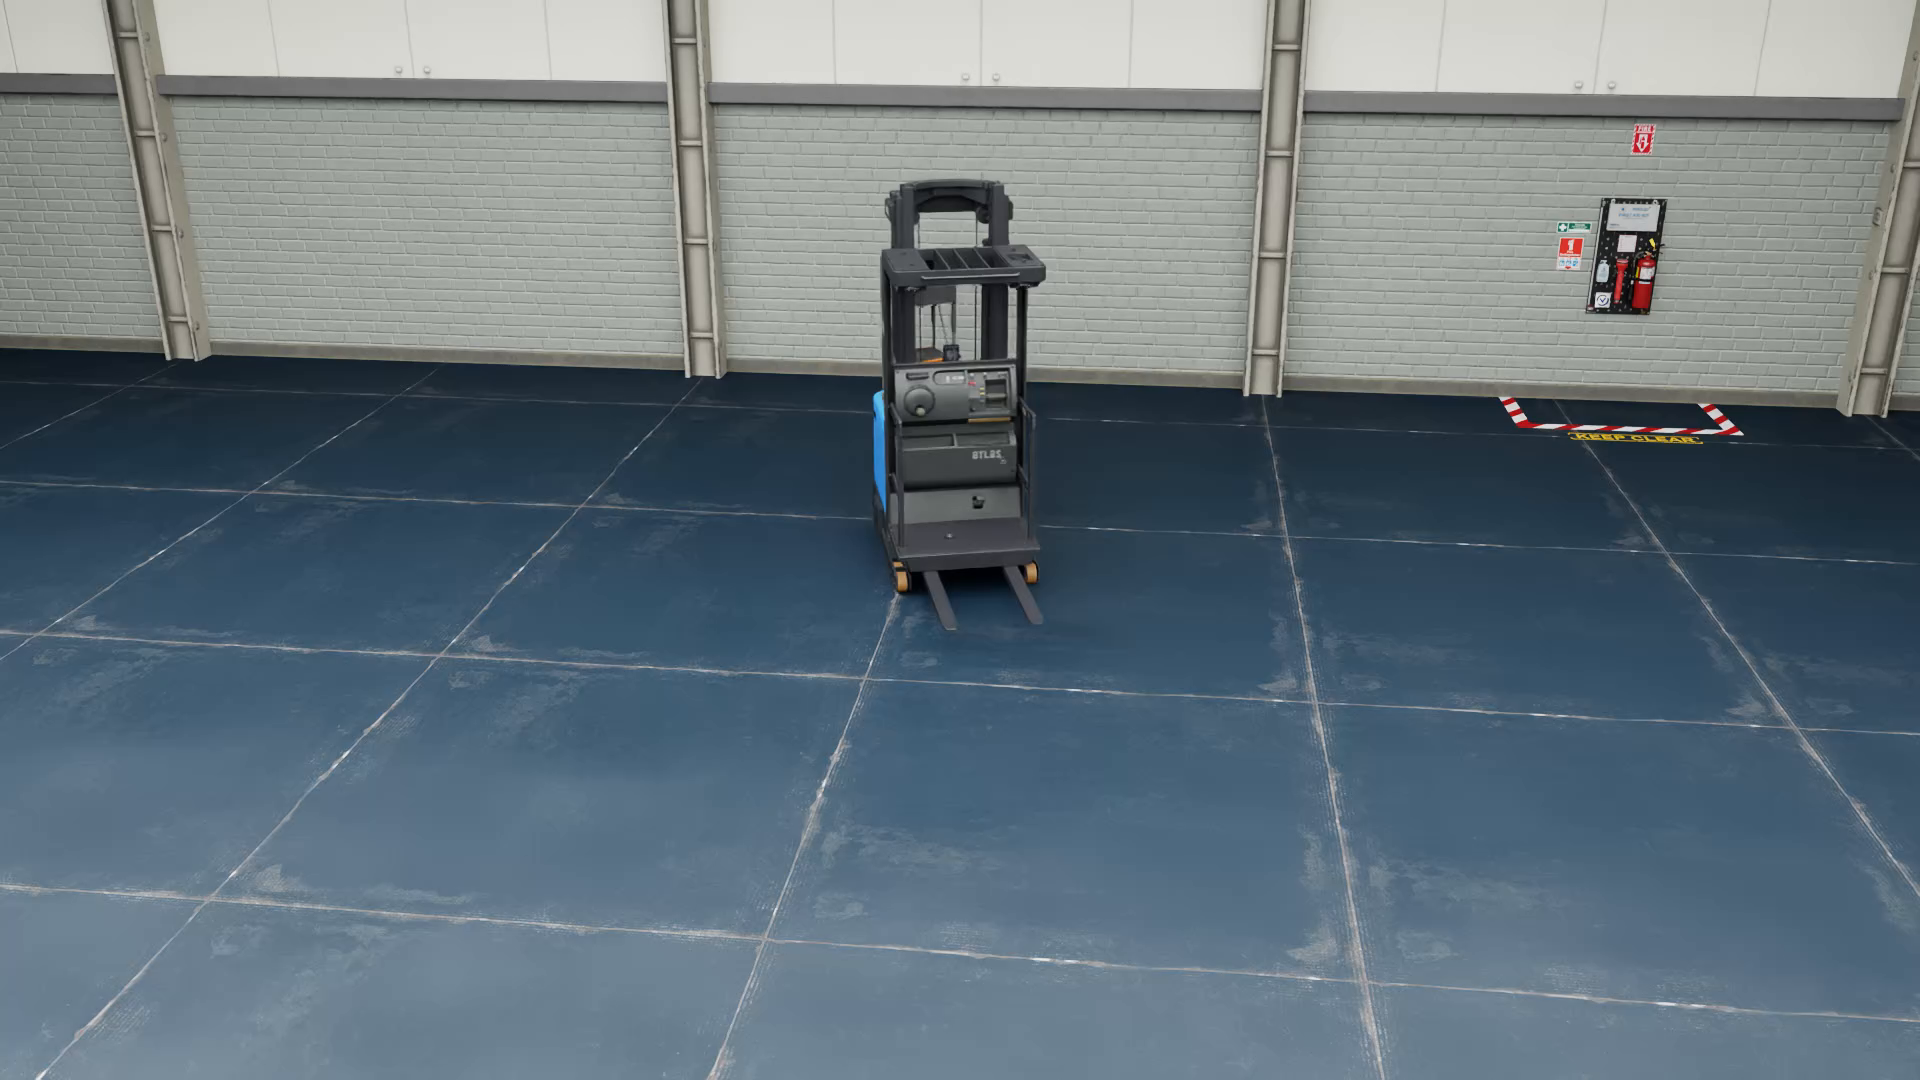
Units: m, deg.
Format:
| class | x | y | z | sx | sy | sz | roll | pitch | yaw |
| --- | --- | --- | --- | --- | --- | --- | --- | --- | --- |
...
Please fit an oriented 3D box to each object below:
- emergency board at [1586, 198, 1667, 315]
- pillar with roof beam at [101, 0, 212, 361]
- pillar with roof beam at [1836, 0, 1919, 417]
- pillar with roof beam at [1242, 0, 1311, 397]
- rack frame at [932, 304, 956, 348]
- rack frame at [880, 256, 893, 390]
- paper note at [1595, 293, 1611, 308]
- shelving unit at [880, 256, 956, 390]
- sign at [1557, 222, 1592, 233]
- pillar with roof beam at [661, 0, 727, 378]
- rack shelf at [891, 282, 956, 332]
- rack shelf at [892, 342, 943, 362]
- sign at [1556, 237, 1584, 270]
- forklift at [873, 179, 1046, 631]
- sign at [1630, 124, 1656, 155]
| class | x | y | z | sx | sy | sz | roll | pitch | yaw |
| --- | --- | --- | --- | --- | --- | --- | --- | --- | --- |
| emergency board | 6.693 | -2.812 | 16.633 | 0.643 | 1.169 | 0.194 | 2 | 22 | 6 |
| pillar with roof beam | -9.239 | -4.688 | 13.219 | 0.400 | 9.000 | 9.100 | 2 | 22 | 6 |
| pillar with roof beam | 8.636 | -3.910 | 11.249 | 0.400 | 9.000 | 9.100 | 2 | 22 | 6 |
| pillar with roof beam | 2.678 | -4.169 | 11.906 | 0.400 | 9.000 | 9.100 | 2 | 22 | 6 |
| rack frame | -0.137 | -1.427 | 14.352 | 0.015 | 2.100 | 0.400 | -12 | 25 | -28 |
| rack frame | -0.558 | -1.336 | 14.124 | 0.015 | 2.100 | 0.400 | -12 | 25 | -28 |
| paper note | 6.525 | -2.436 | 16.878 | 0.142 | 0.148 | 0.016 | 2 | 22 | 6 |
| shelving unit | -0.347 | -1.382 | 14.238 | 0.503 | 2.100 | 0.431 | -12 | 25 | -28 |
| sign | 6.159 | -3.134 | 16.676 | 0.331 | 0.109 | 0.001 | 2 | 22 | 6 |
| pillar with roof beam | -3.281 | -4.429 | 12.562 | 0.400 | 9.000 | 9.100 | 2 | 22 | 6 |
| rack shelf | -0.347 | -2.020 | 13.985 | 0.480 | 0.518 | 0.431 | -12 | 25 | -28 |
| rack shelf | -0.347 | -1.369 | 14.243 | 0.480 | 0.518 | 0.431 | -12 | 25 | -28 |
| sign | 6.156 | -2.891 | 16.782 | 0.234 | 0.329 | 0.001 | 2 | 22 | 6 |
| forklift | 0.005 | -1.106 | 12.410 | 1.130 | 2.935 | 3.031 | -3 | 22 | -8 |
| sign | 6.697 | -3.927 | 16.300 | 0.199 | 0.298 | 0.001 | 2 | 22 | 6 |
